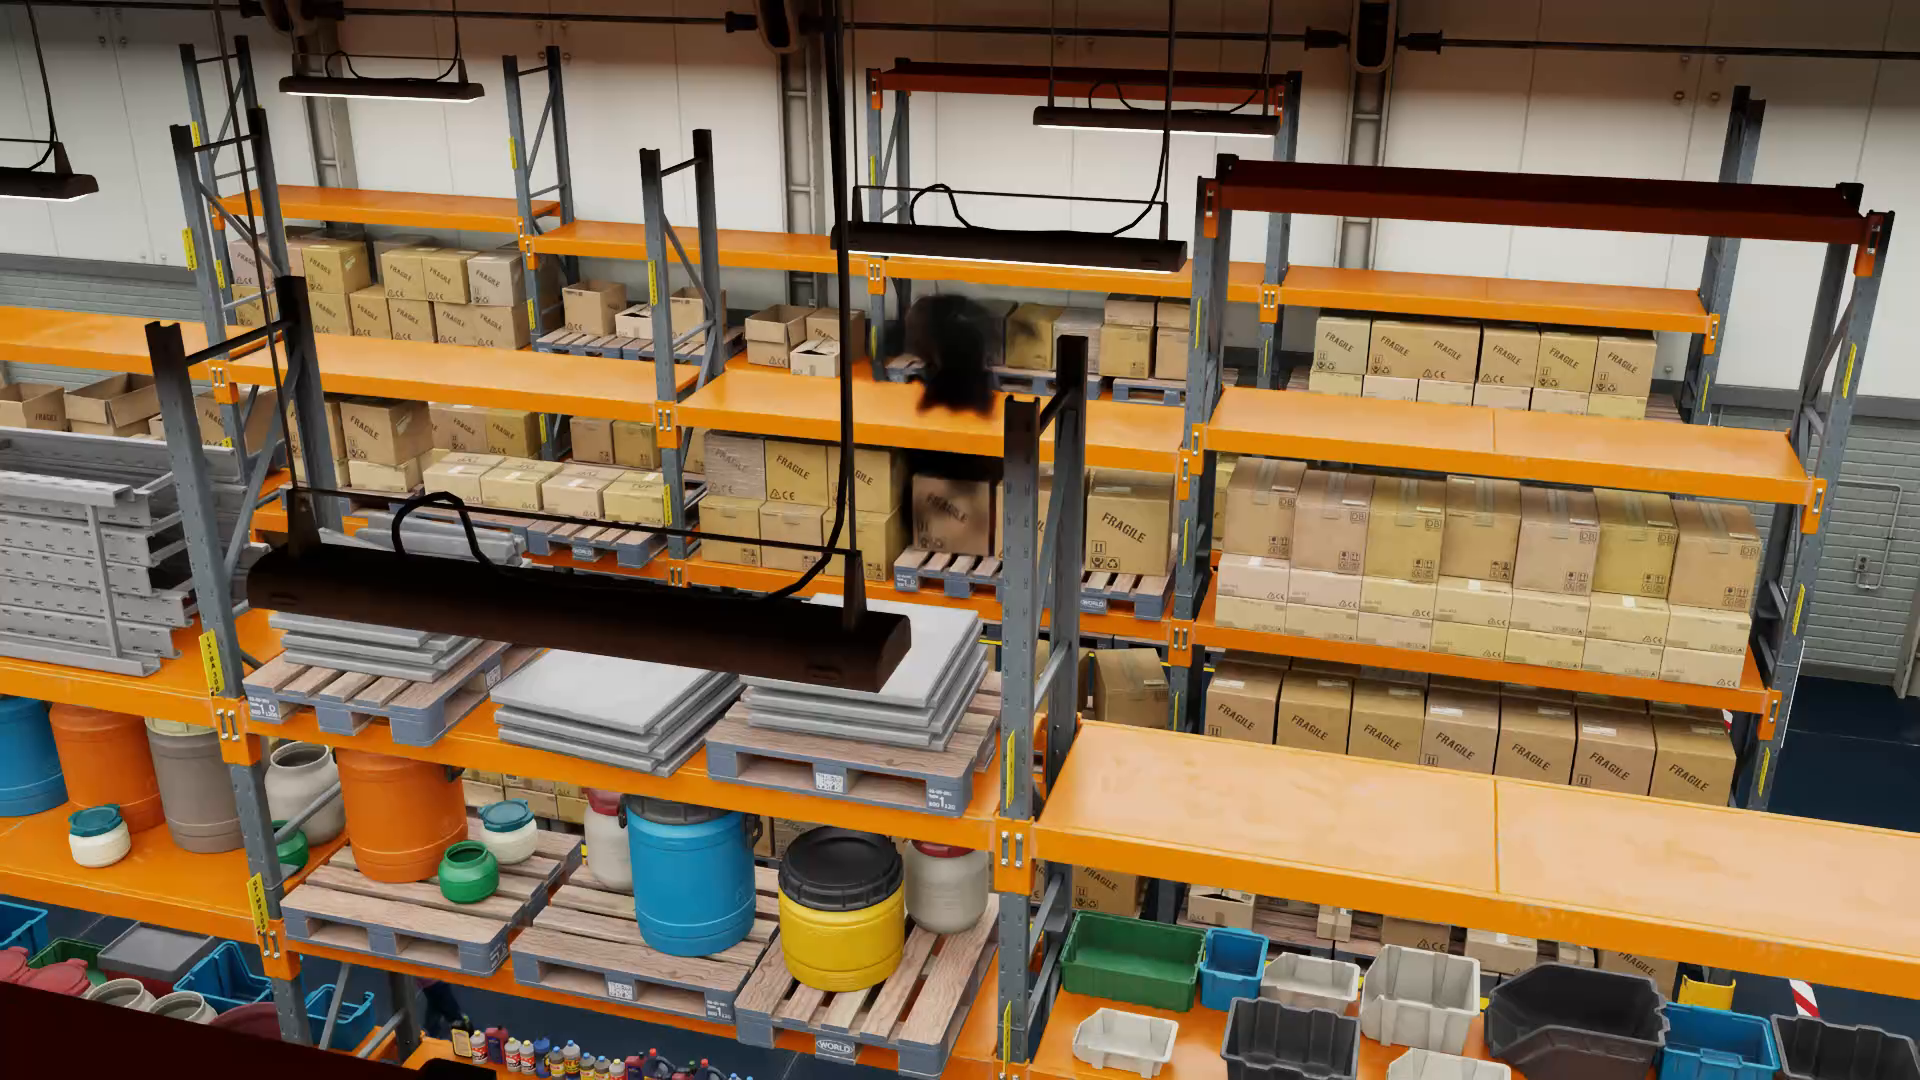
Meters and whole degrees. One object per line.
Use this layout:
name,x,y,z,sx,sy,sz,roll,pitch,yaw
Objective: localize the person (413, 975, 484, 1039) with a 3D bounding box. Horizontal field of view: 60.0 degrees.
person,-3.622,3.073,11.592,1.049,1.393,0.524,18,28,36
